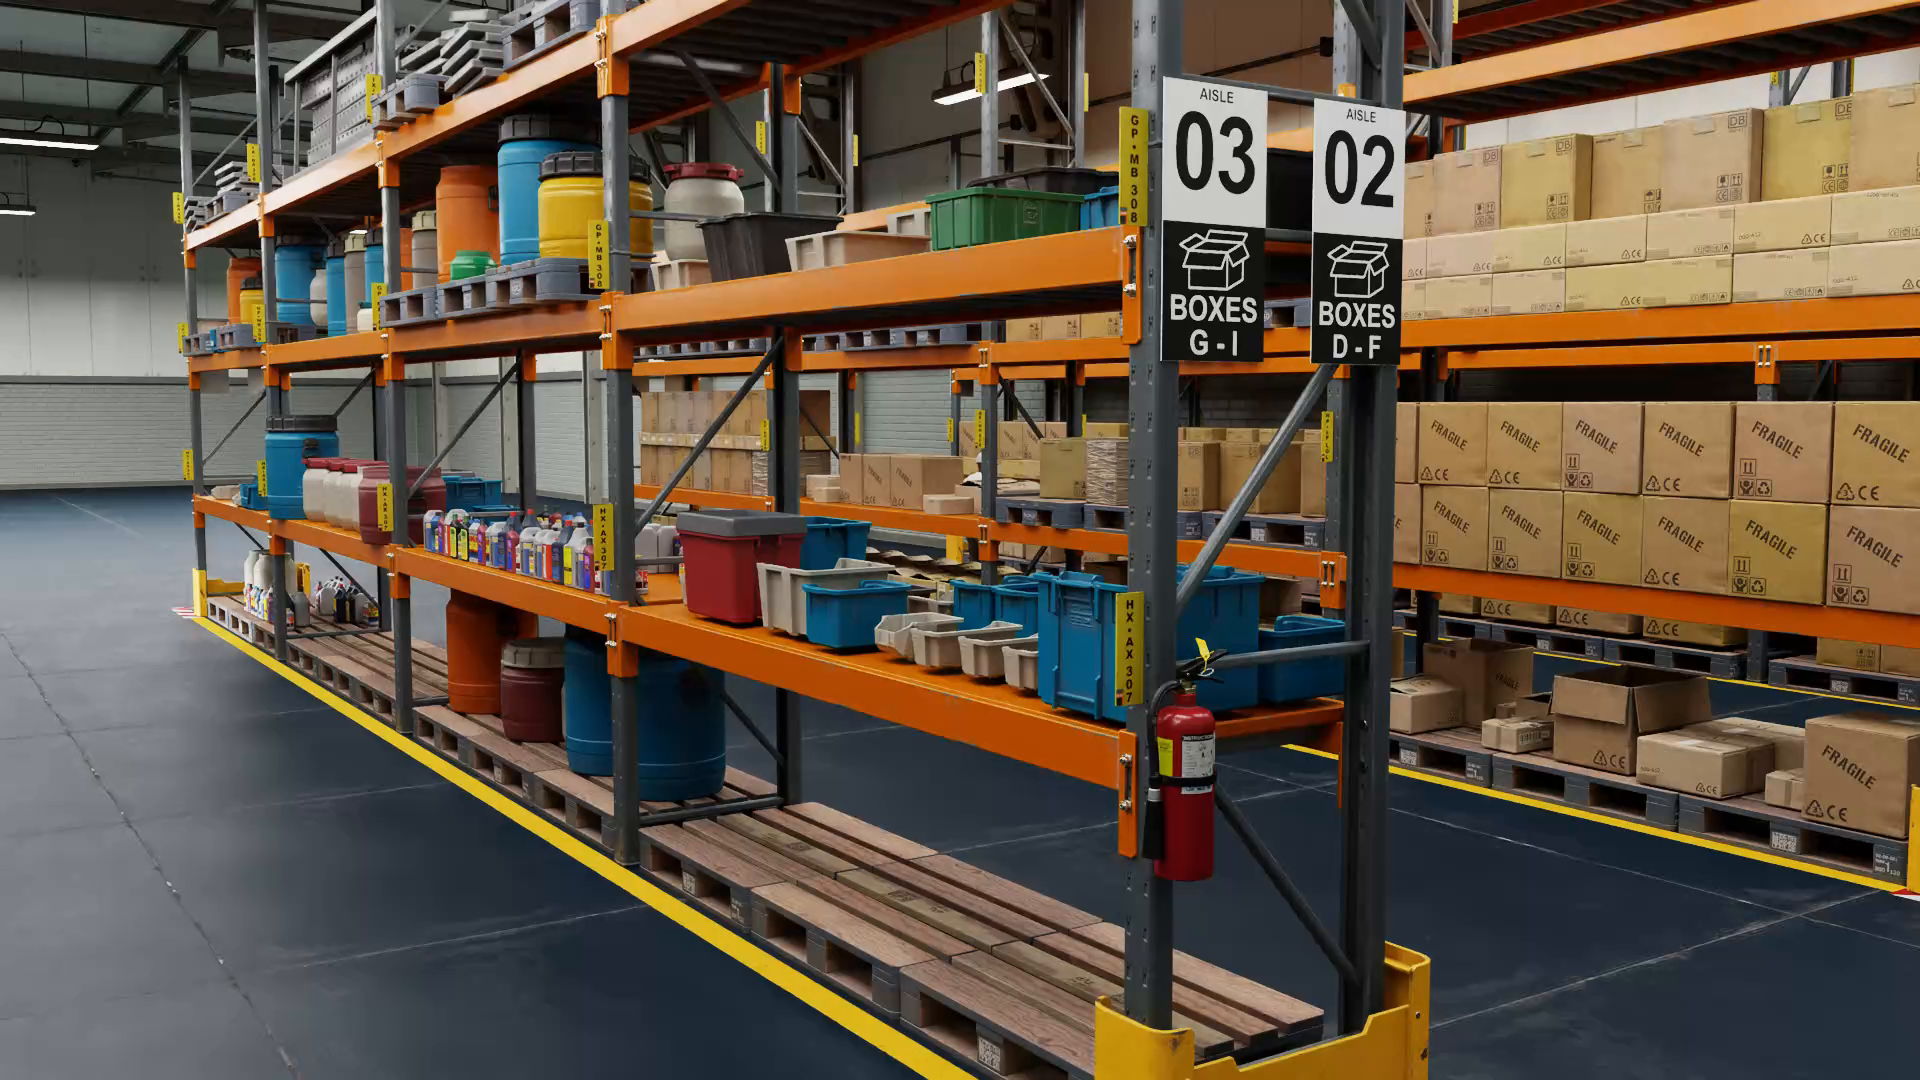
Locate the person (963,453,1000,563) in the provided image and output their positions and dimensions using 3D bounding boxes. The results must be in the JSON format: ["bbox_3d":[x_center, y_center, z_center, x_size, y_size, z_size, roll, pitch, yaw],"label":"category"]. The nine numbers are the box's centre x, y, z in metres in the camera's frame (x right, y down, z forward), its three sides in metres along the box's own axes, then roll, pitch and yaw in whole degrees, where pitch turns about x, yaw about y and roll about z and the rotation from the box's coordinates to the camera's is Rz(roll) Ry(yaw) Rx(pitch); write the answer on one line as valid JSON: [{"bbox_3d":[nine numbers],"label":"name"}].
[{"bbox_3d":[0.253,-0.116,18.821,0.460,1.760,0.625,-3,6,-34],"label":"person"}]
